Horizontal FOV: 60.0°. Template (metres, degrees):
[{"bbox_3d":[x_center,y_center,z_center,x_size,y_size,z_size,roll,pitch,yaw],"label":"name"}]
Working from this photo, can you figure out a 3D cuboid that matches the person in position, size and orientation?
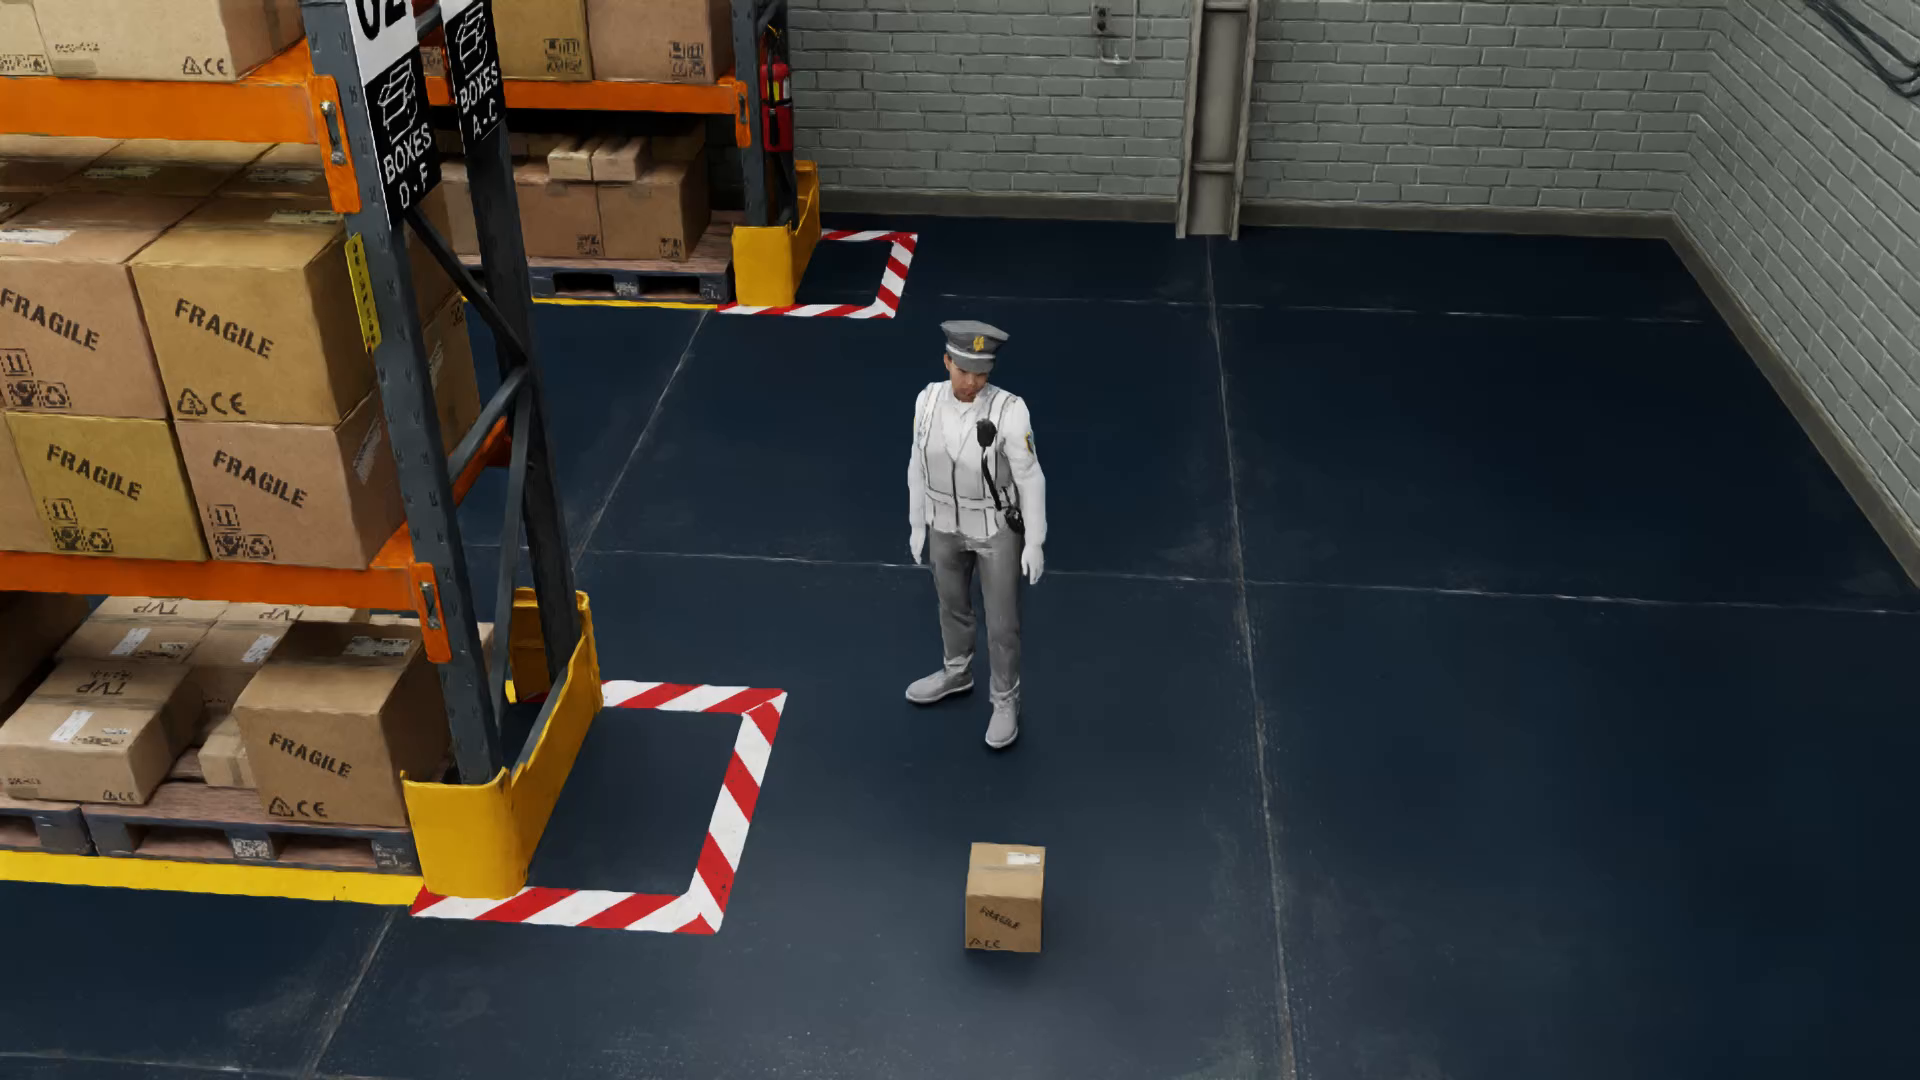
[{"bbox_3d":[0.049,-0.032,6.127,0.574,1.683,0.355,15,35,22],"label":"person"}]
